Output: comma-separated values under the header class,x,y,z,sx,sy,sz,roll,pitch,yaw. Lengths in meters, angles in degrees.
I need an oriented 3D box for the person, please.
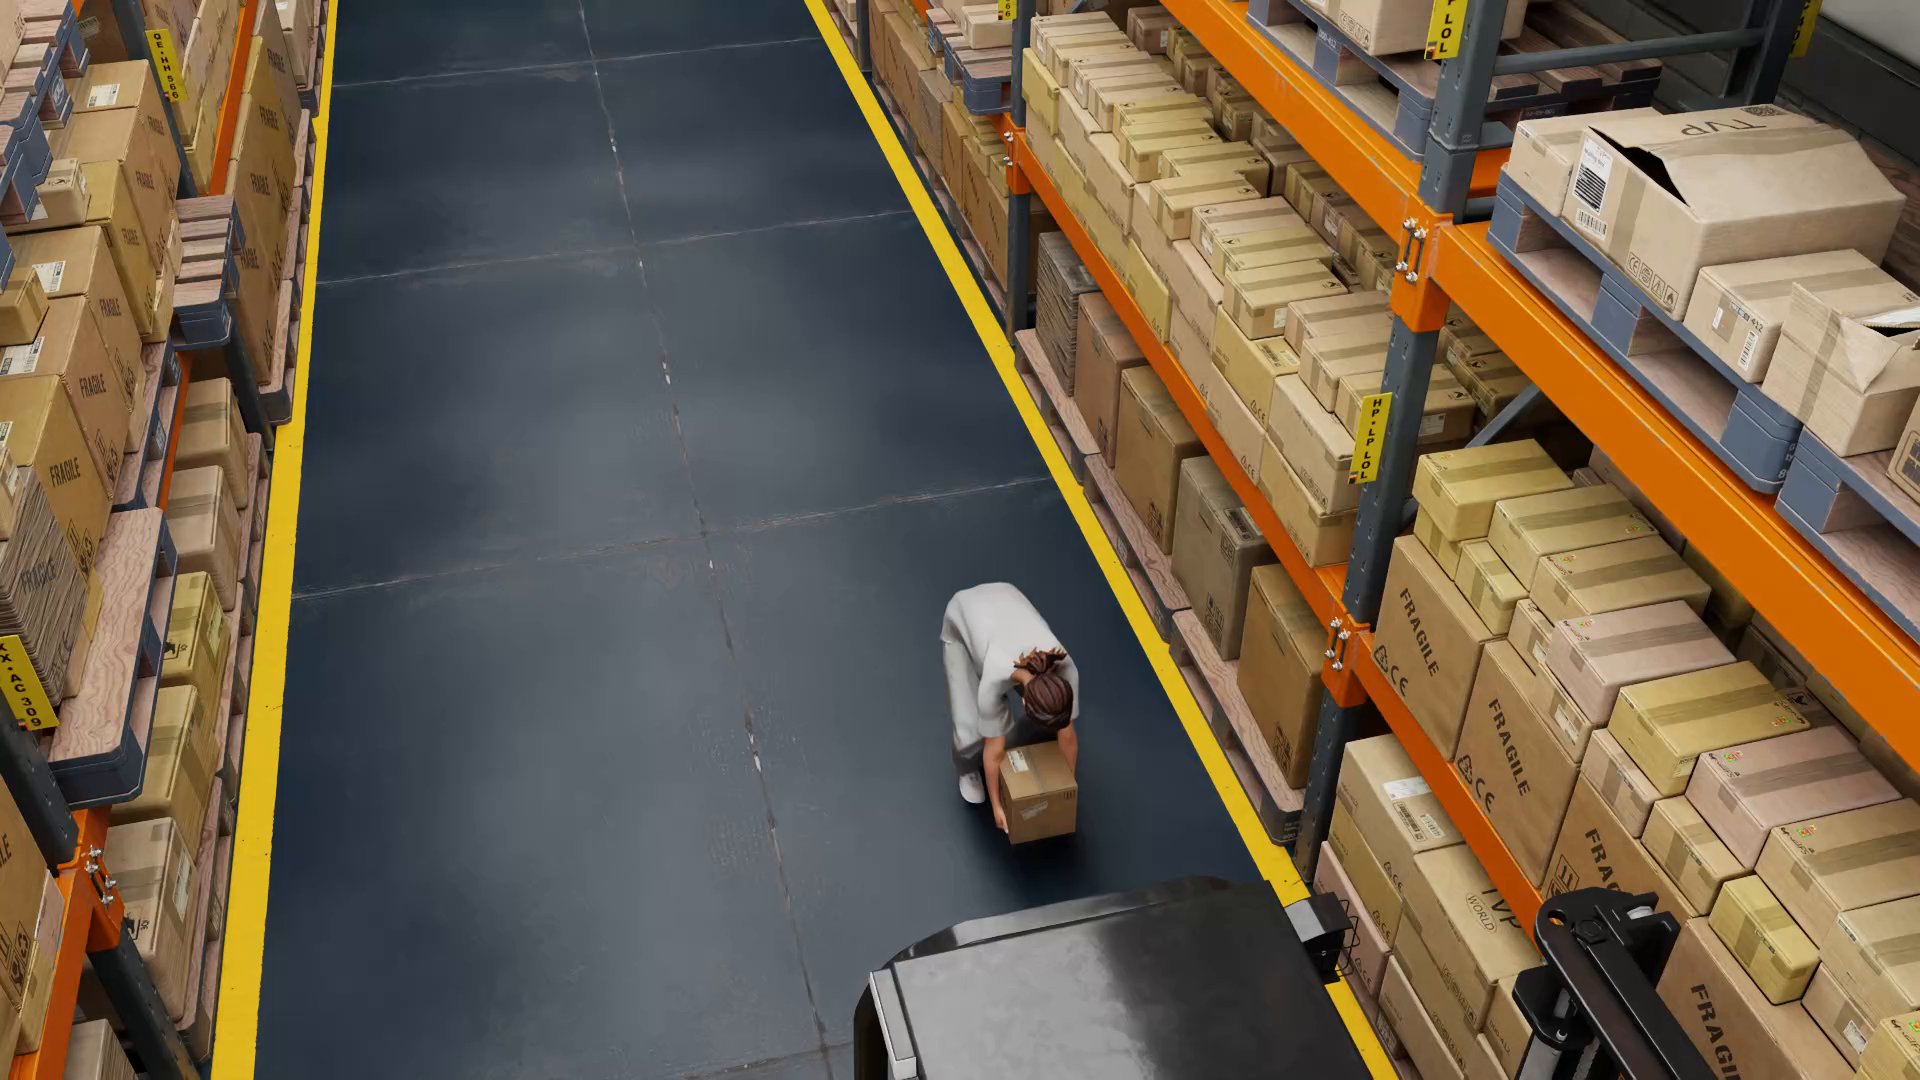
class,x,y,z,sx,sy,sz,roll,pitch,yaw
person,0.196,0.673,6.362,0.460,0.982,0.867,-11,40,-14
